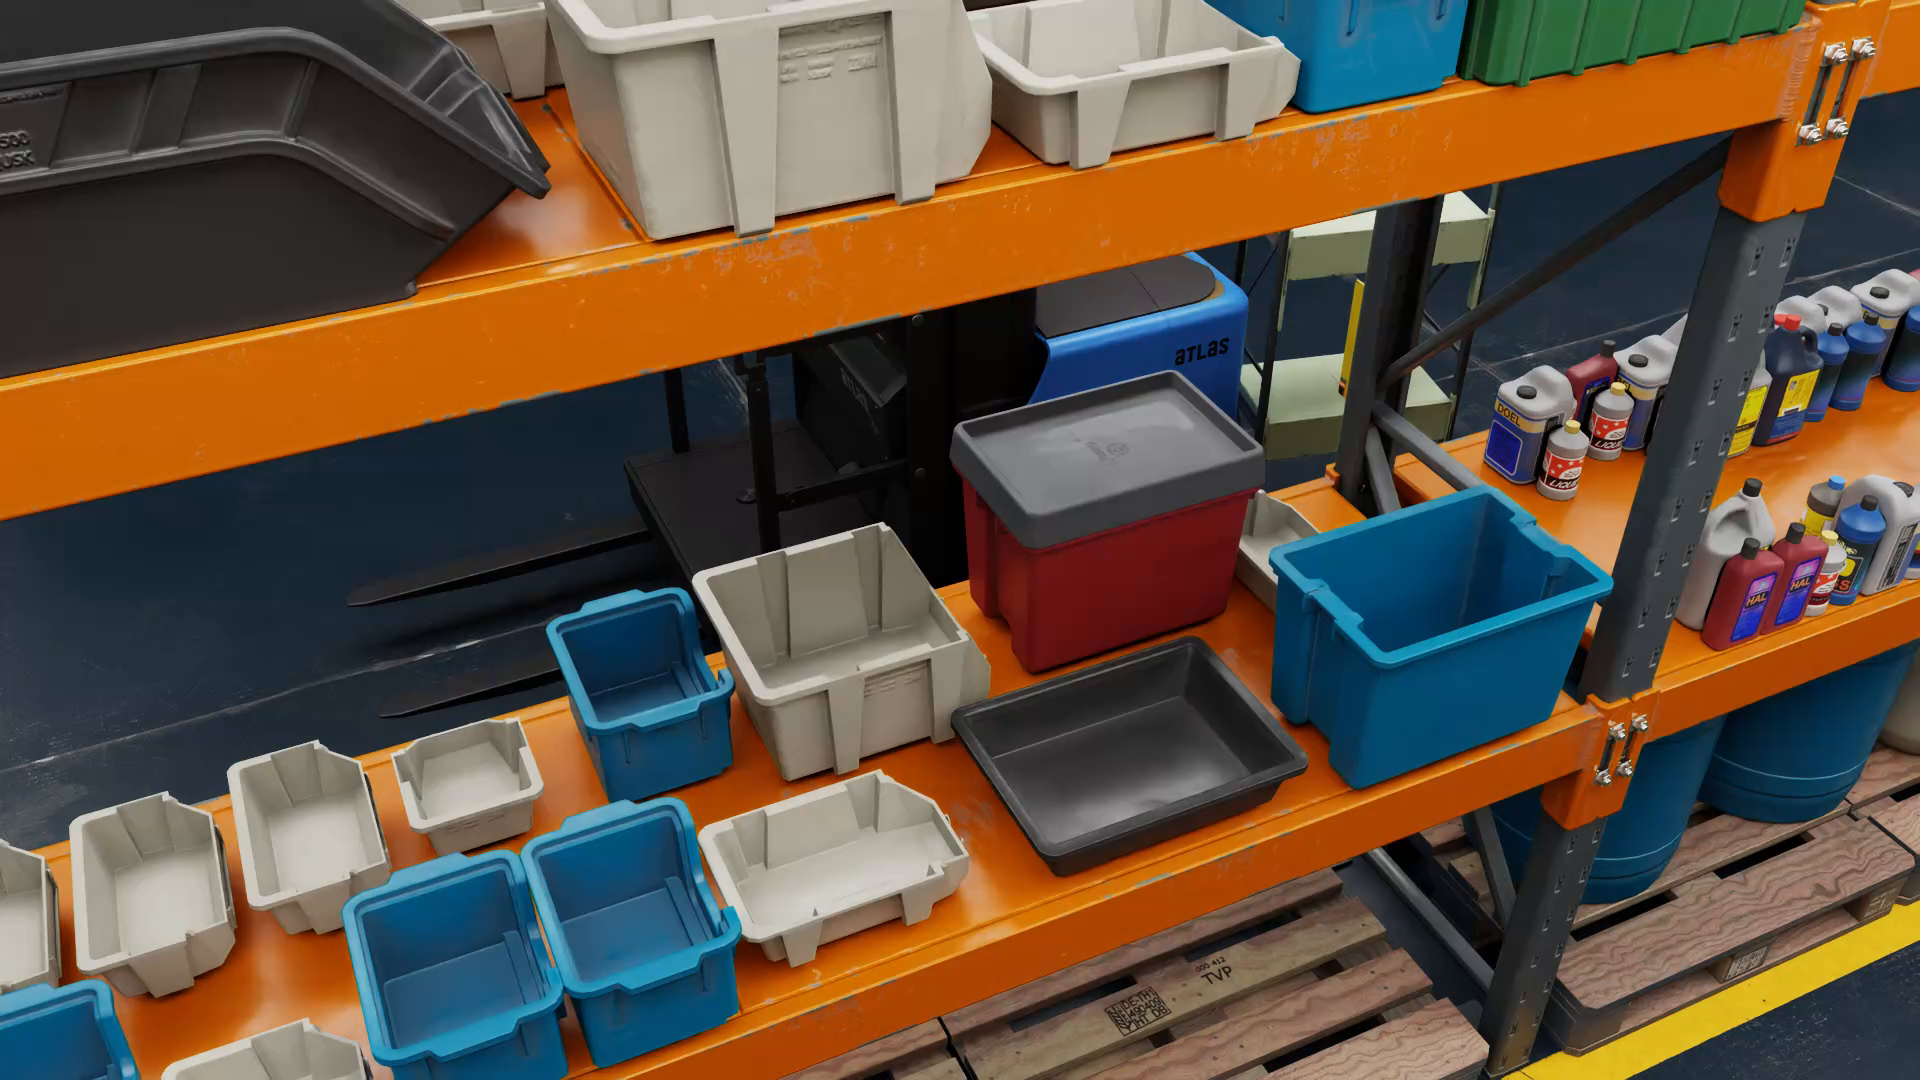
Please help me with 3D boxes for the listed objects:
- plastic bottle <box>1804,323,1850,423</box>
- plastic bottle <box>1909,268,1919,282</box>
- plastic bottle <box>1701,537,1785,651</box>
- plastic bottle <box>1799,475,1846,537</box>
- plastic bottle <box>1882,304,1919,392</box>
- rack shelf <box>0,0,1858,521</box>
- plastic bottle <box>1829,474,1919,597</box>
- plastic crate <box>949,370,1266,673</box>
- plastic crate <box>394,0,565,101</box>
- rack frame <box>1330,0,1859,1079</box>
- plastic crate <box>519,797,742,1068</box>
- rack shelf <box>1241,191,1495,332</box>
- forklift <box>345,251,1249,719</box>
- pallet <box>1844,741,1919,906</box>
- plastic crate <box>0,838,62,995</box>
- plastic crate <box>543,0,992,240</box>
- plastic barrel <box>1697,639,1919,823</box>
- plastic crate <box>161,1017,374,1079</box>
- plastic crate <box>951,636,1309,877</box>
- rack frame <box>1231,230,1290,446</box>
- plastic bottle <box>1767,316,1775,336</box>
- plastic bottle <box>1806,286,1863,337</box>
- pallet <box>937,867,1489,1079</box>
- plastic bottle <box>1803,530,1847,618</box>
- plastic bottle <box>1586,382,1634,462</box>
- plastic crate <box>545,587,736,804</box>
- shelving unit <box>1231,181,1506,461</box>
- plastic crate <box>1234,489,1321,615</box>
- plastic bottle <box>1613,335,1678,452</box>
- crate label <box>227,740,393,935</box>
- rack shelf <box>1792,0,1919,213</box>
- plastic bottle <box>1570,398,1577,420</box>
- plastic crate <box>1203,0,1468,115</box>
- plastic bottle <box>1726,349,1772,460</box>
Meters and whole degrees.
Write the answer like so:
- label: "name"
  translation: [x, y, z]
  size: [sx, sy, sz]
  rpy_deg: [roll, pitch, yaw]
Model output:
- label: "plastic bottle"
  translation: [2.306, -0.455, 4.454]
  size: [0.097, 0.271, 0.097]
  rpy_deg: [0, 37, 0]
- label: "plastic bottle"
  translation: [2.758, -0.699, 4.772]
  size: [0.133, 0.283, 0.061]
  rpy_deg: [-16, 39, -20]
- label: "plastic bottle"
  translation: [1.742, 0.109, 3.683]
  size: [0.133, 0.283, 0.061]
  rpy_deg: [-16, 39, -20]
- label: "plastic bottle"
  translation: [2.072, -0.062, 3.983]
  size: [0.097, 0.201, 0.097]
  rpy_deg: [0, 37, 0]
- label: "plastic bottle"
  translation: [2.638, -0.548, 4.579]
  size: [0.097, 0.271, 0.097]
  rpy_deg: [0, 37, 0]
- label: "rack shelf"
  translation: [-0.581, -0.485, 2.472]
  size: [4.000, 0.370, 1.077]
  rpy_deg: [-16, 39, -20]
- label: "plastic bottle"
  translation: [2.141, -0.030, 3.877]
  size: [0.135, 0.276, 0.152]
  rpy_deg: [-16, 39, -20]
- label: "plastic crate"
  translation: [0.314, -0.034, 3.674]
  size: [0.583, 0.464, 0.402]
  rpy_deg: [-16, 39, -20]
- label: "plastic crate"
  translation: [-0.627, -0.819, 2.539]
  size: [0.530, 0.136, 0.437]
  rpy_deg: [-16, 39, -20]
- label: "rack frame"
  translation: [1.229, -0.075, 3.834]
  size: [0.127, 3.000, 1.000]
  rpy_deg: [-16, 39, -20]
- label: "plastic crate"
  translation: [-0.565, 0.686, 2.897]
  size: [0.300, 0.233, 0.416]
  rpy_deg: [-16, 39, -20]
- label: "rack shelf"
  translation: [1.375, -1.014, 5.703]
  size: [0.720, 0.370, 0.431]
  rpy_deg: [-7, 37, -10]
- label: "forklift"
  translation: [-0.569, -1.016, 5.160]
  size: [3.031, 2.935, 1.130]
  rpy_deg: [-16, 39, -20]
- label: "pallet"
  translation: [3.051, 0.561, 5.317]
  size: [1.213, 0.211, 1.003]
  rpy_deg: [-16, 39, -20]
- label: "plastic crate"
  translation: [-1.730, 0.715, 2.939]
  size: [0.243, 0.136, 0.396]
  rpy_deg: [-16, 39, -20]
- label: "plastic crate"
  translation: [-0.254, -0.615, 2.142]
  size: [0.530, 0.282, 0.437]
  rpy_deg: [-16, 39, -20]
- label: "plastic barrel"
  translation: [2.370, 0.291, 4.749]
  size: [0.708, 0.901, 0.600]
  rpy_deg: [-16, 39, -20]
- label: "plastic crate"
  translation: [-1.089, 0.926, 2.655]
  size: [0.298, 0.136, 0.250]
  rpy_deg: [-16, 39, -20]
- label: "plastic crate"
  translation: [0.330, 0.439, 3.320]
  size: [0.590, 0.125, 0.437]
  rpy_deg: [-16, 39, -20]
- label: "rack frame"
  translation: [1.018, -0.655, 5.874]
  size: [0.023, 1.500, 0.400]
  rpy_deg: [-7, 37, -10]
- label: "plastic bottle"
  translation: [2.090, -0.511, 4.463]
  size: [0.185, 0.351, 0.144]
  rpy_deg: [-16, 39, -20]
- label: "plastic bottle"
  translation: [2.358, -0.554, 4.583]
  size: [0.135, 0.276, 0.152]
  rpy_deg: [-16, 39, -20]
- label: "pallet"
  translation: [0.580, 1.252, 4.385]
  size: [1.213, 0.211, 1.003]
  rpy_deg: [-16, 39, -20]
- label: "plastic bottle"
  translation: [1.960, 0.069, 3.806]
  size: [0.097, 0.201, 0.097]
  rpy_deg: [0, 37, 0]
- label: "plastic bottle"
  translation: [1.689, -0.315, 4.323]
  size: [0.097, 0.201, 0.097]
  rpy_deg: [0, 37, 0]
- label: "plastic crate"
  translation: [-0.642, 0.322, 3.388]
  size: [0.300, 0.233, 0.416]
  rpy_deg: [-16, 39, -20]
- label: "shelving unit"
  translation: [1.375, -0.701, 5.936]
  size: [0.755, 1.500, 0.431]
  rpy_deg: [-7, 37, -10]
- label: "plastic crate"
  translation: [0.747, 0.047, 3.839]
  size: [0.243, 0.136, 0.396]
  rpy_deg: [-16, 39, -20]
- label: "plastic bottle"
  translation: [1.779, -0.392, 4.365]
  size: [0.135, 0.276, 0.152]
  rpy_deg: [-16, 39, -20]
- label: "crate label"
  translation: [-1.220, 0.566, 3.140]
  size: [0.243, 0.136, 0.396]
  rpy_deg: [-16, 39, -20]
- label: "rack shelf"
  translation: [3.040, -1.497, 3.837]
  size: [4.000, 0.370, 1.077]
  rpy_deg: [-16, 39, -20]
- label: "plastic bottle"
  translation: [1.542, -0.314, 4.322]
  size: [0.097, 0.201, 0.097]
  rpy_deg: [0, 37, 0]
- label: "plastic crate"
  translation: [0.541, -0.810, 2.447]
  size: [0.300, 0.233, 0.416]
  rpy_deg: [-16, 39, -20]
- label: "plastic bottle"
  translation: [1.984, -0.387, 4.295]
  size: [0.185, 0.351, 0.144]
  rpy_deg: [-16, 39, -20]
